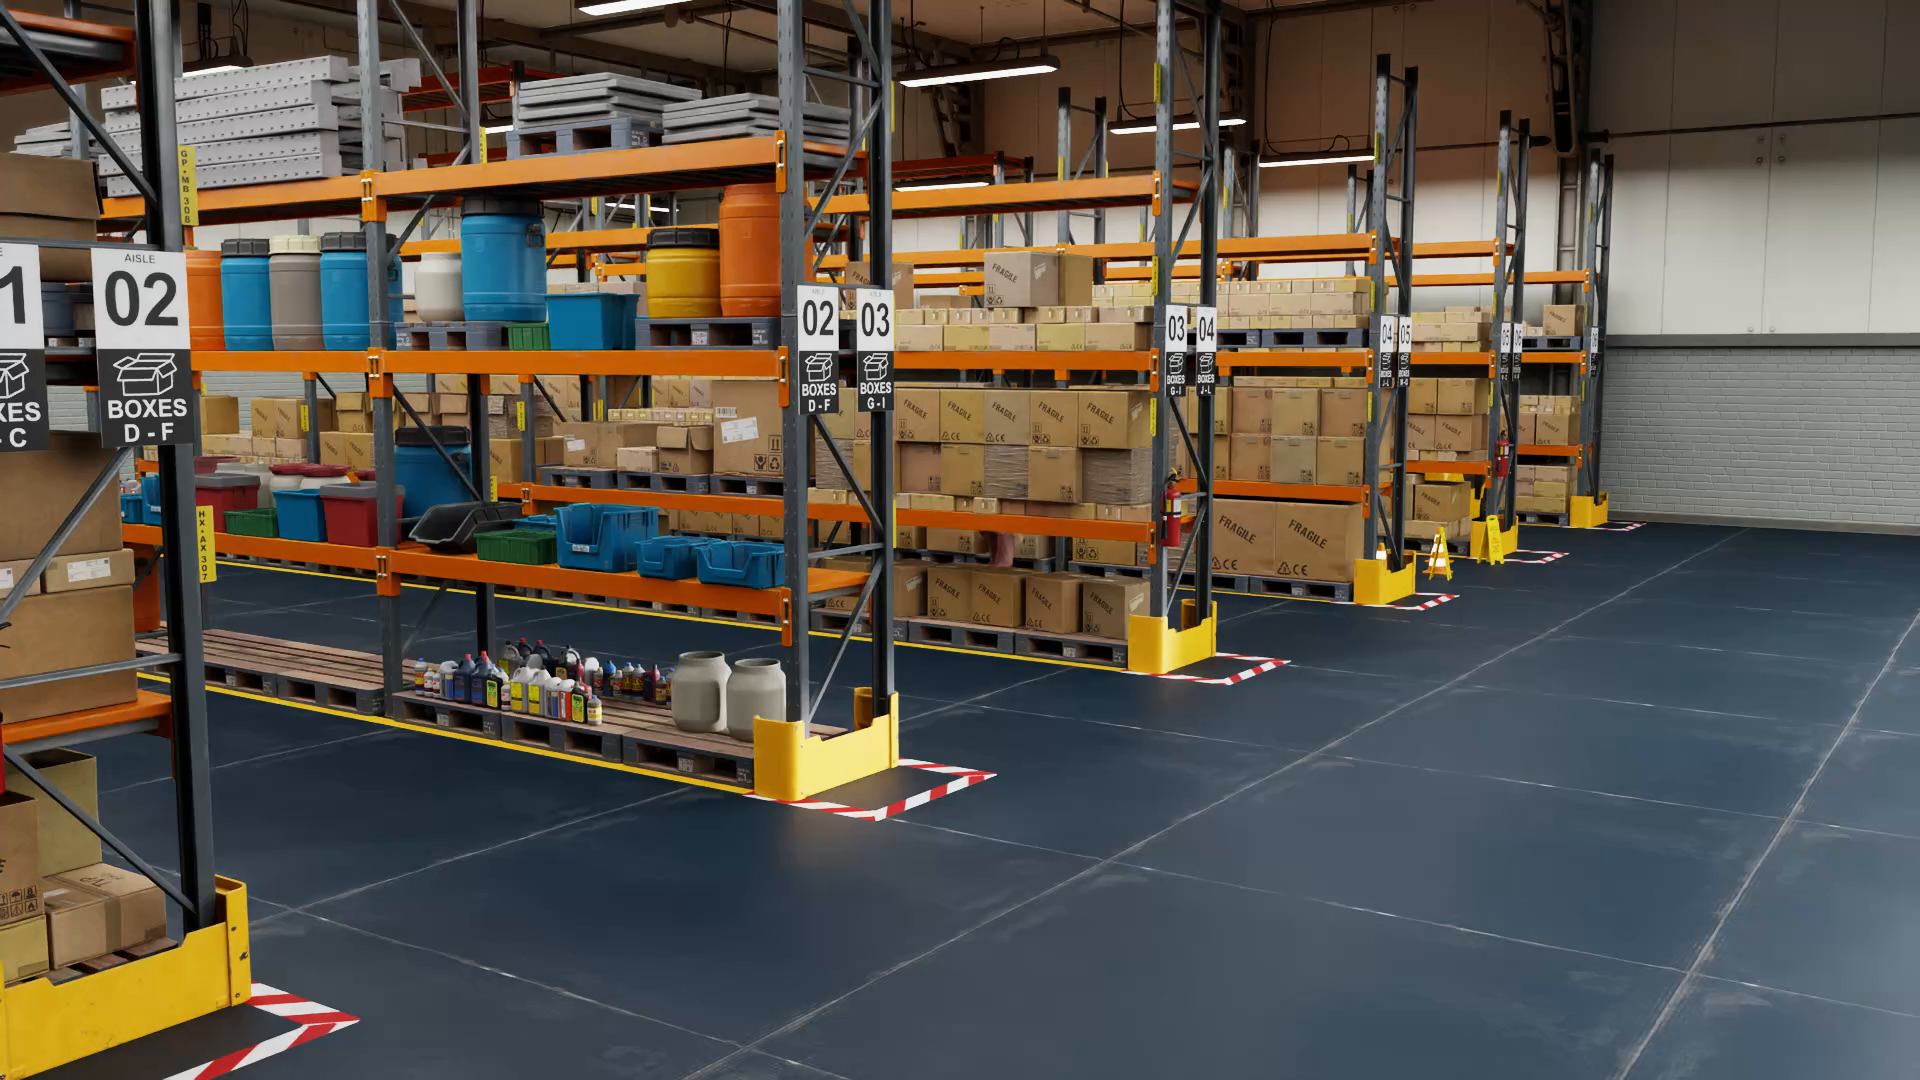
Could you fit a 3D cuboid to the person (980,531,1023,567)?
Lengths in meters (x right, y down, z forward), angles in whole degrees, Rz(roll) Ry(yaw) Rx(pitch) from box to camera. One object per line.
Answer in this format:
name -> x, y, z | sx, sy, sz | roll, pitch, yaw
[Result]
person -> 0.506, -0.126, 18.543 | 0.669, 1.654, 0.683 | -6, 9, -44
